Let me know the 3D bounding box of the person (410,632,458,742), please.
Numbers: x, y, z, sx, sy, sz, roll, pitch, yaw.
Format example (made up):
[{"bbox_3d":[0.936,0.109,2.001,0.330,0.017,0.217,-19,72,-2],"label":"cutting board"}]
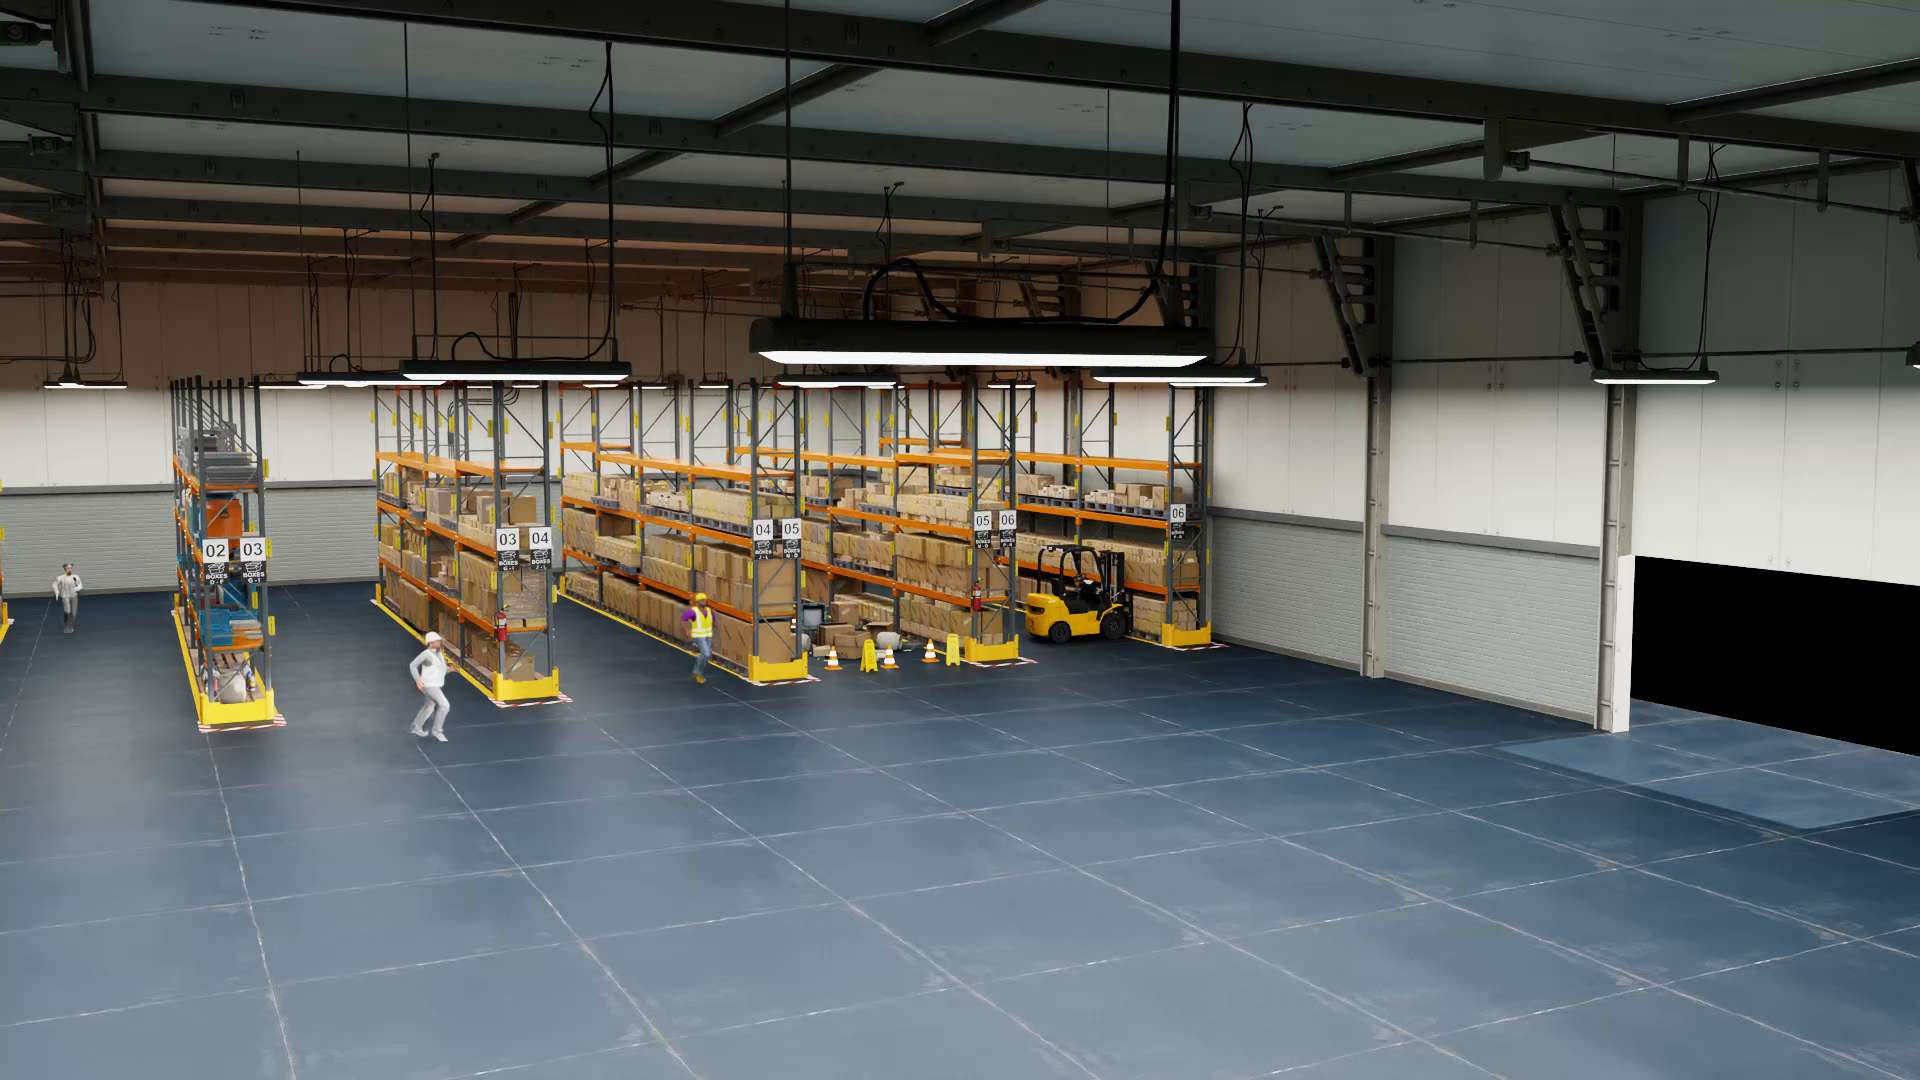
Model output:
[{"bbox_3d":[-8.655,2.418,27.302,0.834,1.826,0.621,0,5,3],"label":"person"}]

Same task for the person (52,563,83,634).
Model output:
[{"bbox_3d":[-21.087,1.379,39.374,0.585,1.681,0.650,-4,7,-41],"label":"person"}]

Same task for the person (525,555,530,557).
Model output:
[{"bbox_3d":[-12.396,0.696,47.681,0.616,1.584,0.803,3,6,30],"label":"person"}]

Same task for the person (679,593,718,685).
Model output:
[{"bbox_3d":[-5.063,1.940,32.714,0.721,1.789,0.680,4,7,40],"label":"person"}]
